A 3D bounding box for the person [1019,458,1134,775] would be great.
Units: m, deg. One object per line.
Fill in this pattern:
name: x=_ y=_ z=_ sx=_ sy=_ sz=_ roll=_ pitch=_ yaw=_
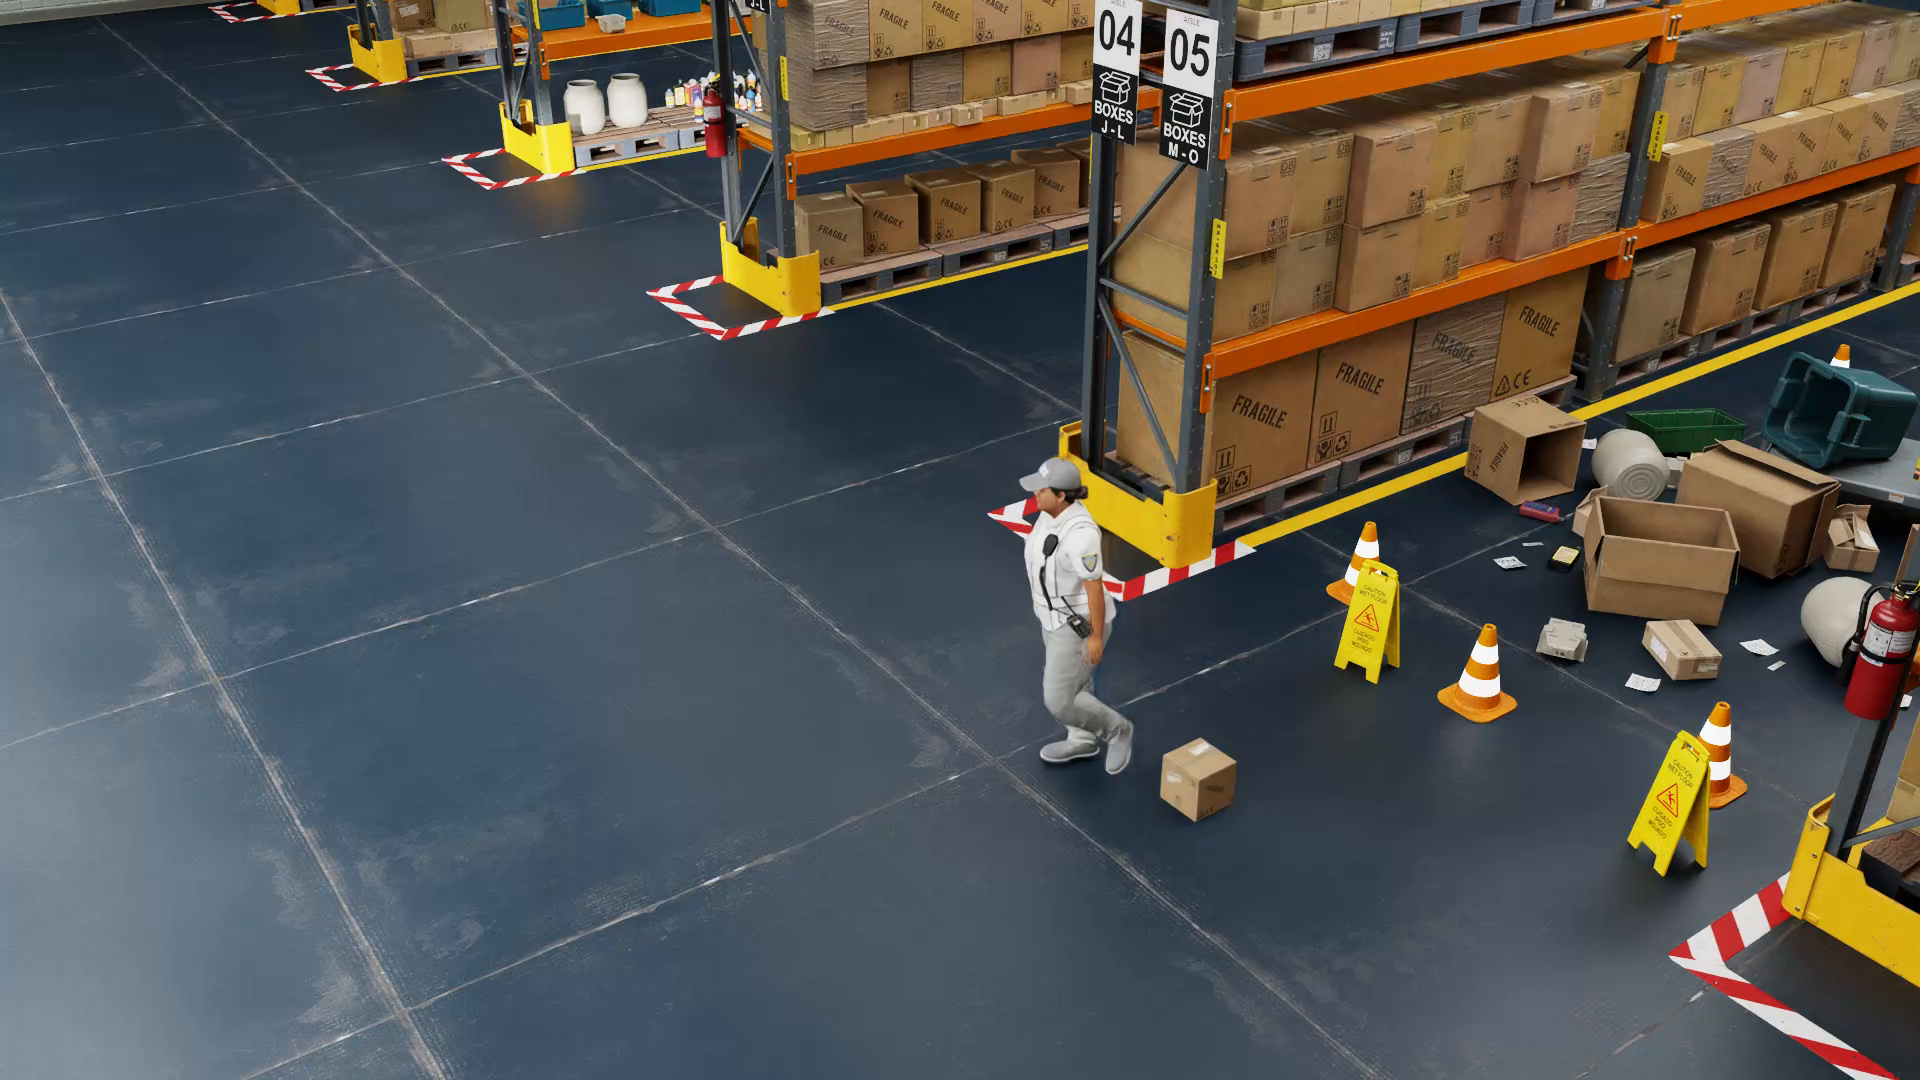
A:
person: x=0.565 y=0.378 z=7.922 sx=0.555 sy=1.654 sz=0.570 roll=-7 pitch=30 yaw=-13
